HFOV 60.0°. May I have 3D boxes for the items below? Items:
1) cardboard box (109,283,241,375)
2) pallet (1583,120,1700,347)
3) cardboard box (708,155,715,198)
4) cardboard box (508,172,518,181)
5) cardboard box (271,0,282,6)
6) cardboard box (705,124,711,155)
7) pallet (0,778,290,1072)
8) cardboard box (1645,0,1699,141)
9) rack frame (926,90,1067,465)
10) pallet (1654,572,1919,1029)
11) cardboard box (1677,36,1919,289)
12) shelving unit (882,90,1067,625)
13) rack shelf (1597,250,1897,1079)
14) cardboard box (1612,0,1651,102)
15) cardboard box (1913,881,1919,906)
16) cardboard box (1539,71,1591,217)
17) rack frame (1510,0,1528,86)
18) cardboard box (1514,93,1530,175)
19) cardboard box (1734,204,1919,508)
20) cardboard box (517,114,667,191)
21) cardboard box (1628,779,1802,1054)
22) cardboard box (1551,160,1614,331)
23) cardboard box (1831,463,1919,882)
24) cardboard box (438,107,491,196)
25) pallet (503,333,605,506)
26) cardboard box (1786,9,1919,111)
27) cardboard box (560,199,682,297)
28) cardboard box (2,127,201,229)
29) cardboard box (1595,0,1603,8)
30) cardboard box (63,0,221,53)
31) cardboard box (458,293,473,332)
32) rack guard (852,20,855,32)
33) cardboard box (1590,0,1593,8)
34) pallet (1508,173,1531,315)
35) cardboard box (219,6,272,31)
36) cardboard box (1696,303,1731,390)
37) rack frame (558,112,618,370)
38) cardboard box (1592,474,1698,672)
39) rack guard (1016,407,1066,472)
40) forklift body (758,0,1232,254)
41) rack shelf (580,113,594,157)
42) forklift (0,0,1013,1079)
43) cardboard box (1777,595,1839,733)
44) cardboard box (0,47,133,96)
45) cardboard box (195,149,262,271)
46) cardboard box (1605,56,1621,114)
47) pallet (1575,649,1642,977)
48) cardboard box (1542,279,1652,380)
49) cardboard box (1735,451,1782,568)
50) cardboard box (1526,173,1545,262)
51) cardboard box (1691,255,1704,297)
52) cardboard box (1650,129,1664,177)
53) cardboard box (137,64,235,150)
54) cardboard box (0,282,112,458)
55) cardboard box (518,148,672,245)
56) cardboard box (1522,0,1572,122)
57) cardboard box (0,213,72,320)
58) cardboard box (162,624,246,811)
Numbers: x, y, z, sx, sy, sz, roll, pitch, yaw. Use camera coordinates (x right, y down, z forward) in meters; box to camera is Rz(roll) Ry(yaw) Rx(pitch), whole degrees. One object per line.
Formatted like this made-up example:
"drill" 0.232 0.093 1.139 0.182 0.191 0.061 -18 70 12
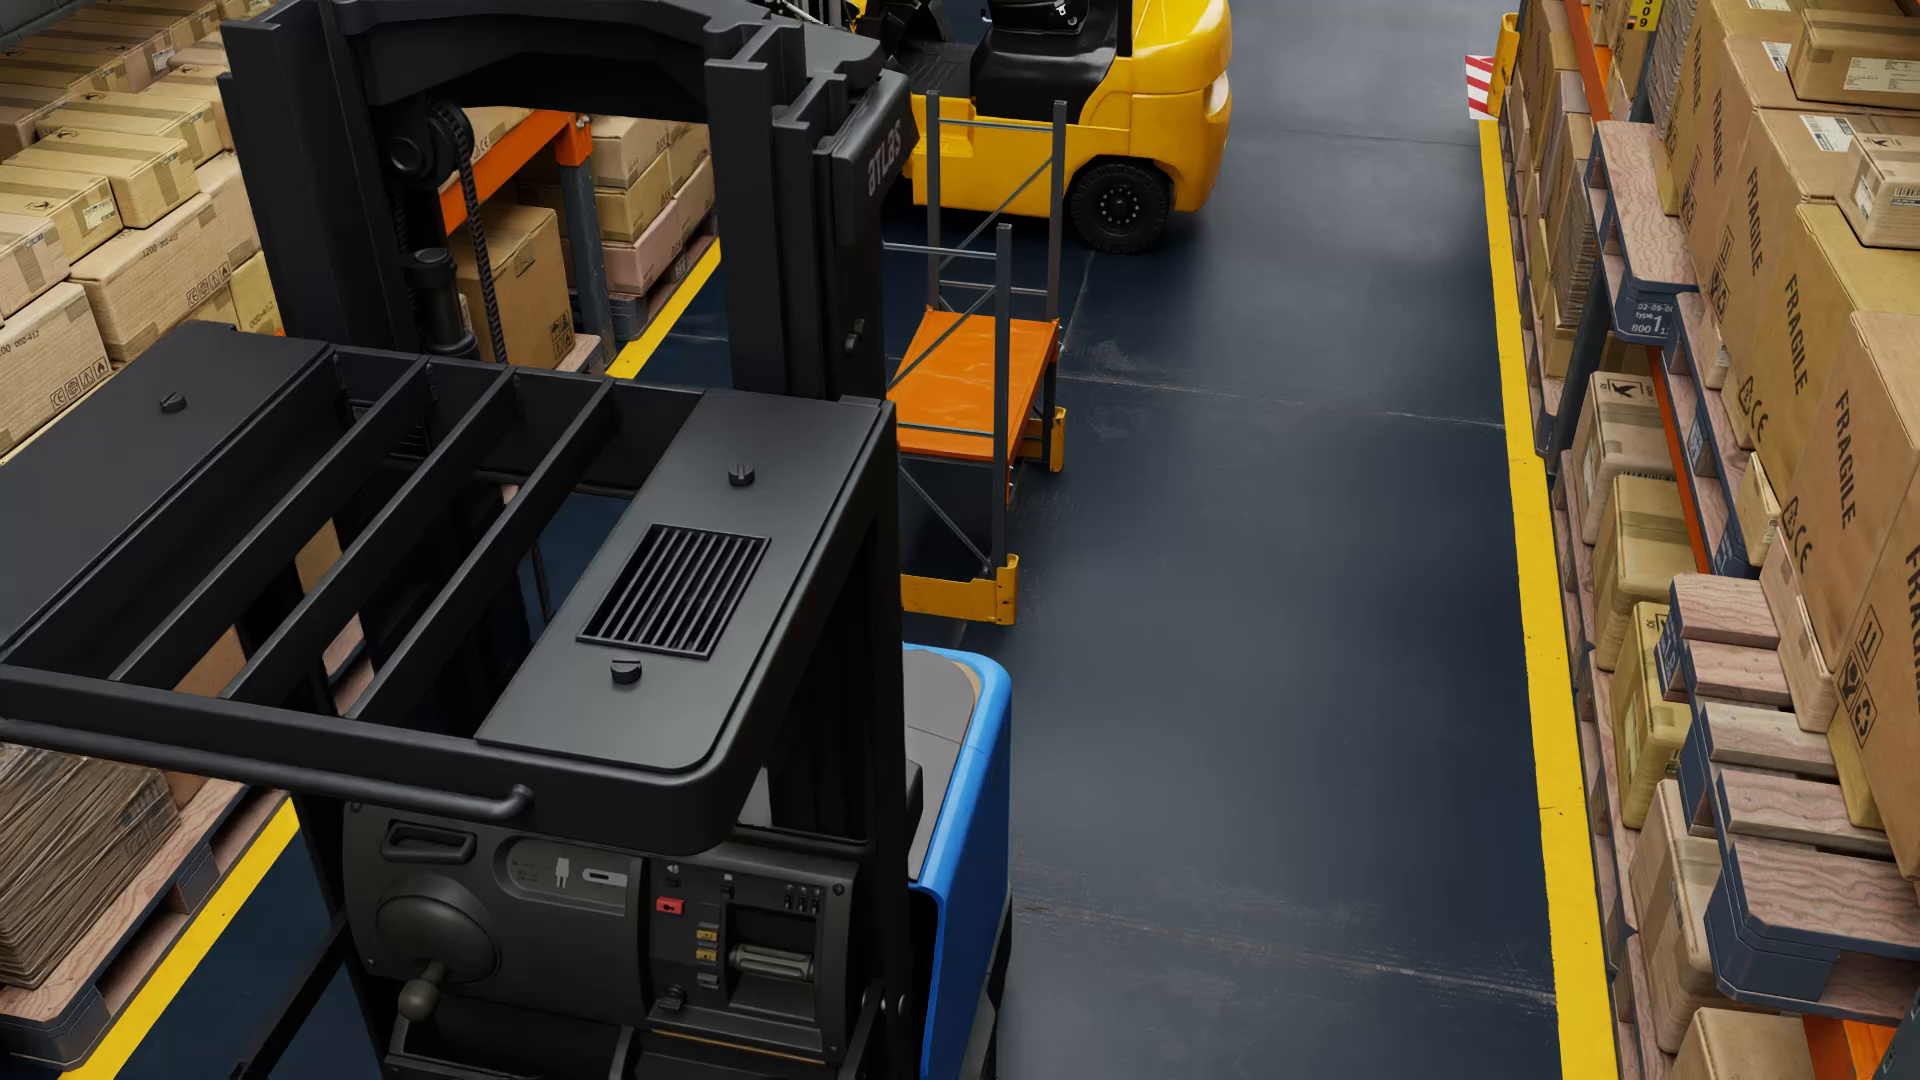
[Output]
"cardboard box" -2.325 -0.511 4.527 0.500 0.250 0.500 6 36 8
"pallet" 2.525 -0.940 5.154 1.003 0.211 1.213 7 37 10
"cardboard box" -1.405 -1.939 8.355 0.500 0.250 0.500 8 37 11
"cardboard box" -2.104 -1.825 7.345 0.500 0.250 0.500 8 37 11
"cardboard box" -2.467 -1.895 5.671 0.380 0.149 0.250 7 37 10
"cardboard box" -1.391 -2.131 8.193 0.500 0.250 0.500 7 37 10
"pallet" -2.660 0.898 4.831 1.003 0.211 1.213 7 37 10
"cardboard box" 2.450 -1.535 5.116 0.500 0.500 0.500 8 37 11
"rack frame" 0.127 -0.948 6.279 0.500 1.500 0.032 7 37 10
"pallet" 2.024 0.512 3.151 1.213 0.211 1.003 7 37 10
"cardboard box" 2.224 -0.966 4.331 0.500 0.500 0.500 7 37 10
"shelving unit" 0.016 -0.651 5.870 0.587 1.500 1.083 7 37 10
"rack shelf" 2.403 0.001 4.306 1.077 0.370 4.000 7 37 10
"cardboard box" 2.682 -1.884 5.955 0.500 0.500 0.500 6 36 9
"cardboard box" 1.816 0.570 2.763 0.380 0.149 0.250 9 37 12
"cardboard box" 2.909 -1.755 7.461 0.500 0.500 0.500 9 37 12
"rack frame" 3.684 -3.730 8.841 1.000 3.000 0.127 7 37 10
"cardboard box" 3.126 -2.068 8.532 0.500 0.250 0.500 9 37 12
"cardboard box" 2.008 -0.358 3.491 0.500 0.500 0.500 5 36 7
"cardboard box" -1.610 -1.757 7.251 0.500 0.250 0.500 7 36 9
"cardboard box" 2.256 1.003 4.191 0.950 0.372 0.625 7 36 9
"cardboard box" 2.694 -1.170 6.655 0.500 0.500 0.500 7 36 9
"cardboard box" 1.801 0.230 2.681 0.500 0.500 0.500 6 36 9
"cardboard box" -1.974 -1.386 5.734 0.500 0.250 0.500 7 37 10
"pallet" -2.139 -0.501 6.761 1.003 0.211 1.213 7 37 10
"cardboard box" 2.253 -1.170 4.059 0.380 0.149 0.250 9 37 13
"cardboard box" -1.593 -1.350 7.541 0.500 0.250 0.500 8 37 10
"cardboard box" -2.253 -0.954 4.373 0.380 0.149 0.250 8 37 11
"cardboard box" 2.892 -2.478 6.774 0.500 0.500 0.500 8 37 11
"cardboard box" -2.580 -1.607 5.273 0.380 0.149 0.250 7 37 10
"cardboard box" -2.294 -0.521 6.079 0.875 0.625 0.625 7 37 9
"rack guard" -1.160 -3.352 10.449 1.175 0.500 0.348 7 37 10
"cardboard box" 2.899 -2.284 7.059 0.380 0.149 0.250 7 36 9
"pallet" 3.197 -1.399 8.001 1.003 0.211 1.213 7 37 10
"cardboard box" -2.061 -1.543 5.185 0.380 0.149 0.250 6 36 9
"cardboard box" 2.098 -0.484 4.219 0.380 0.149 0.250 9 37 12
"rack frame" -2.020 -2.057 6.532 1.000 3.000 0.127 7 37 10
"cardboard box" 2.570 0.170 5.340 0.950 0.372 0.625 10 37 13
"rack guard" 0.123 -0.430 6.631 0.587 0.250 0.087 7 37 10
"forklift body" 0.212 -2.691 8.130 2.313 2.155 1.214 7 37 10
"rack shelf" -1.593 -2.913 8.326 1.077 0.370 4.000 7 37 10
"forklift" -0.681 0.747 2.722 1.130 2.935 3.031 7 37 10
"cardboard box" 1.812 0.257 3.195 0.380 0.149 0.250 7 37 10
"cardboard box" -2.676 -1.318 4.874 0.380 0.149 0.250 8 37 10
"cardboard box" -2.219 -1.010 4.790 0.500 0.250 0.500 8 37 11
"cardboard box" 2.647 -1.702 6.256 0.380 0.149 0.250 8 37 11
"pallet" 2.407 0.840 4.911 1.003 0.211 1.213 7 37 10
"cardboard box" 2.694 -0.866 6.875 0.500 0.250 0.500 9 37 12
"cardboard box" 1.919 -0.045 3.613 0.380 0.149 0.250 8 37 11
"cardboard box" 2.911 -1.464 7.699 0.500 0.250 0.500 8 37 11
"cardboard box" 2.260 -0.772 4.615 0.380 0.149 0.250 8 37 11
"cardboard box" 2.403 -1.228 5.245 0.380 0.149 0.250 8 37 11
"cardboard box" -2.101 -1.239 4.765 0.380 0.149 0.250 6 36 9
"cardboard box" -2.433 -0.416 3.970 0.500 0.250 0.500 8 37 11
"cardboard box" -1.615 -1.555 7.399 0.500 0.250 0.500 7 37 10
"cardboard box" 3.130 -2.349 8.281 0.500 0.500 0.500 6 36 8
"cardboard box" -2.389 -0.668 3.978 0.380 0.149 0.250 8 37 10
"cardboard box" -2.596 0.296 4.951 0.875 0.625 0.625 8 37 11
